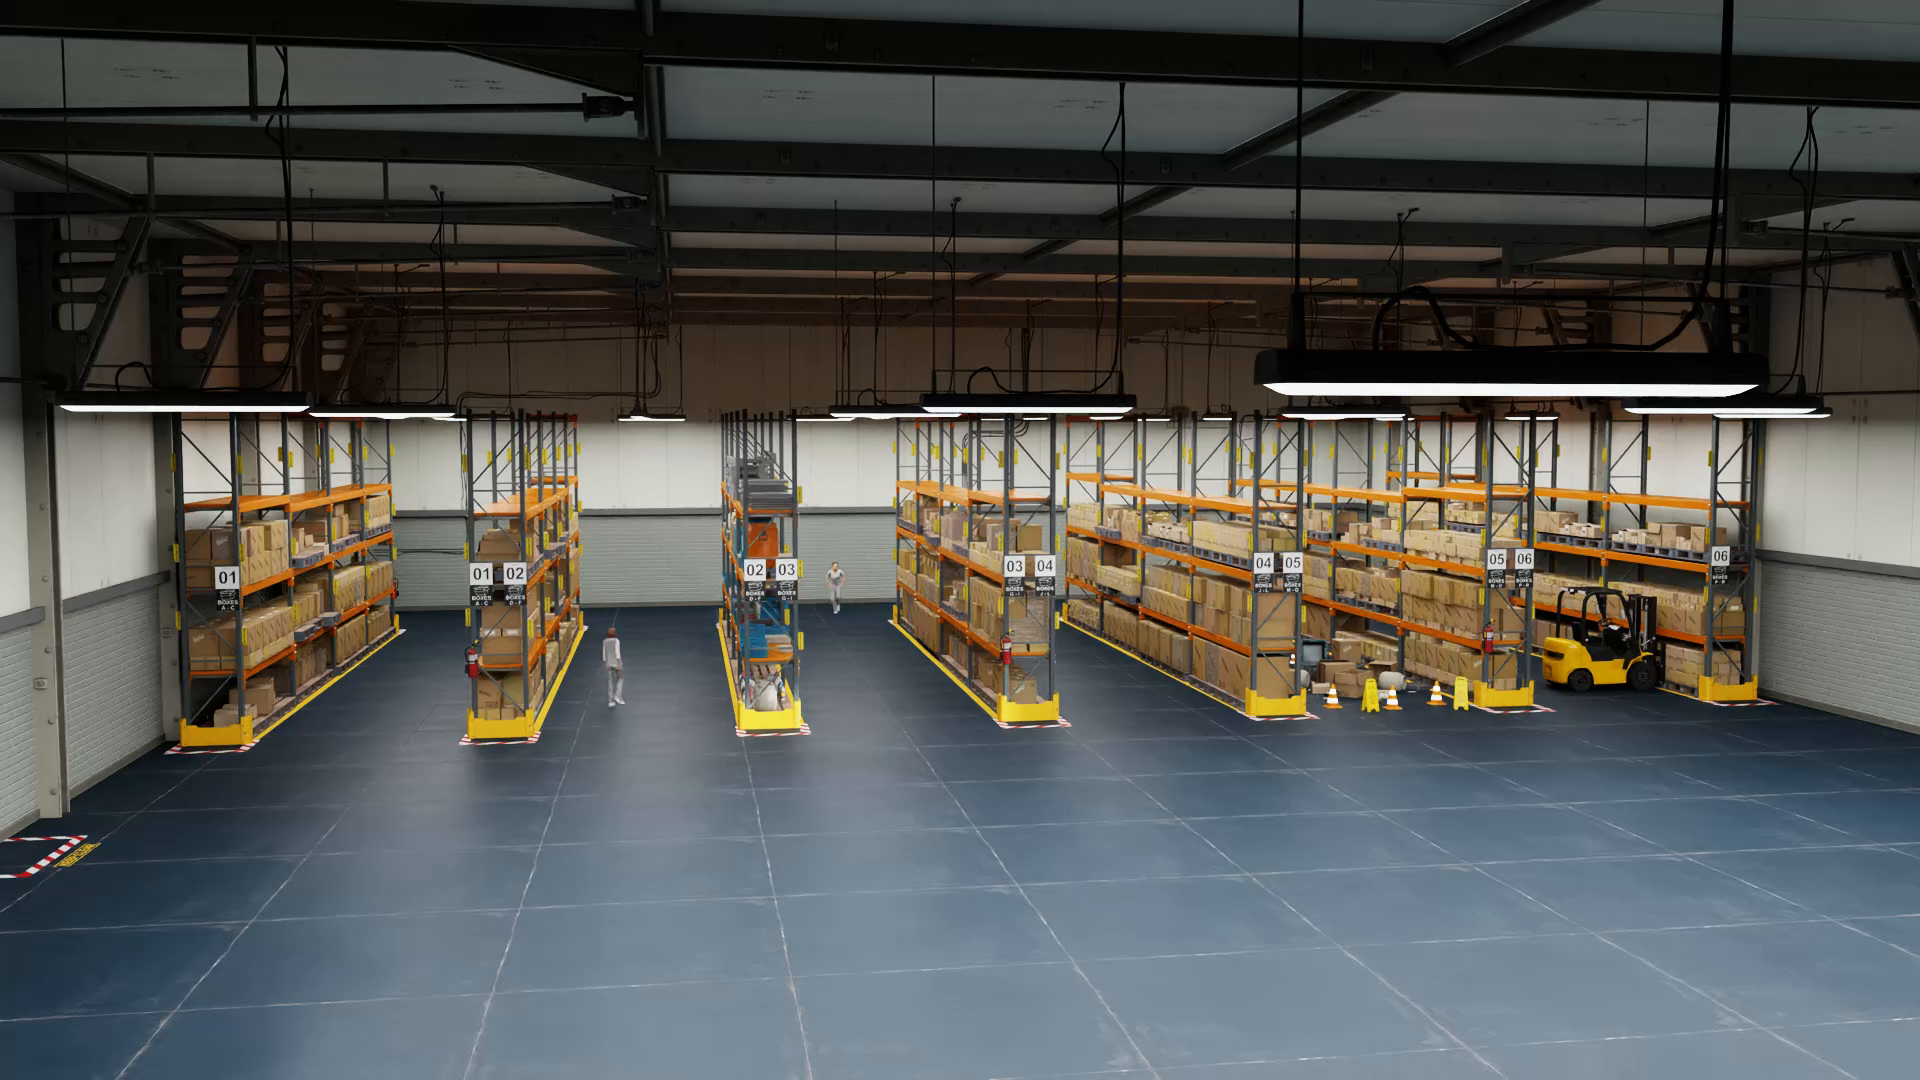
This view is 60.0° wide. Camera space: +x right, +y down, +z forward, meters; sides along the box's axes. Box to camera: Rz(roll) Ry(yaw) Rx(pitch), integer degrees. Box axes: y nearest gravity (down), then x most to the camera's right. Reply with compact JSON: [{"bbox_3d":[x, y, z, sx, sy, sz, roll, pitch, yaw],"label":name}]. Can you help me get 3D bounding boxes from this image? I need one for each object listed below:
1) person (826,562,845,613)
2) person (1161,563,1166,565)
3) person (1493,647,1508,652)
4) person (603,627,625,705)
[{"bbox_3d":[-3.749,1.436,50.214,0.578,1.579,0.699,0,4,-1],"label":"person"},{"bbox_3d":[5.904,1.522,47.900,0.453,1.722,0.571,3,5,38],"label":"person"},{"bbox_3d":[12.335,2.206,37.915,0.512,1.825,0.548,-1,4,-16],"label":"person"},{"bbox_3d":[-7.066,2.630,33.774,0.423,1.507,0.513,0,4,2],"label":"person"}]
